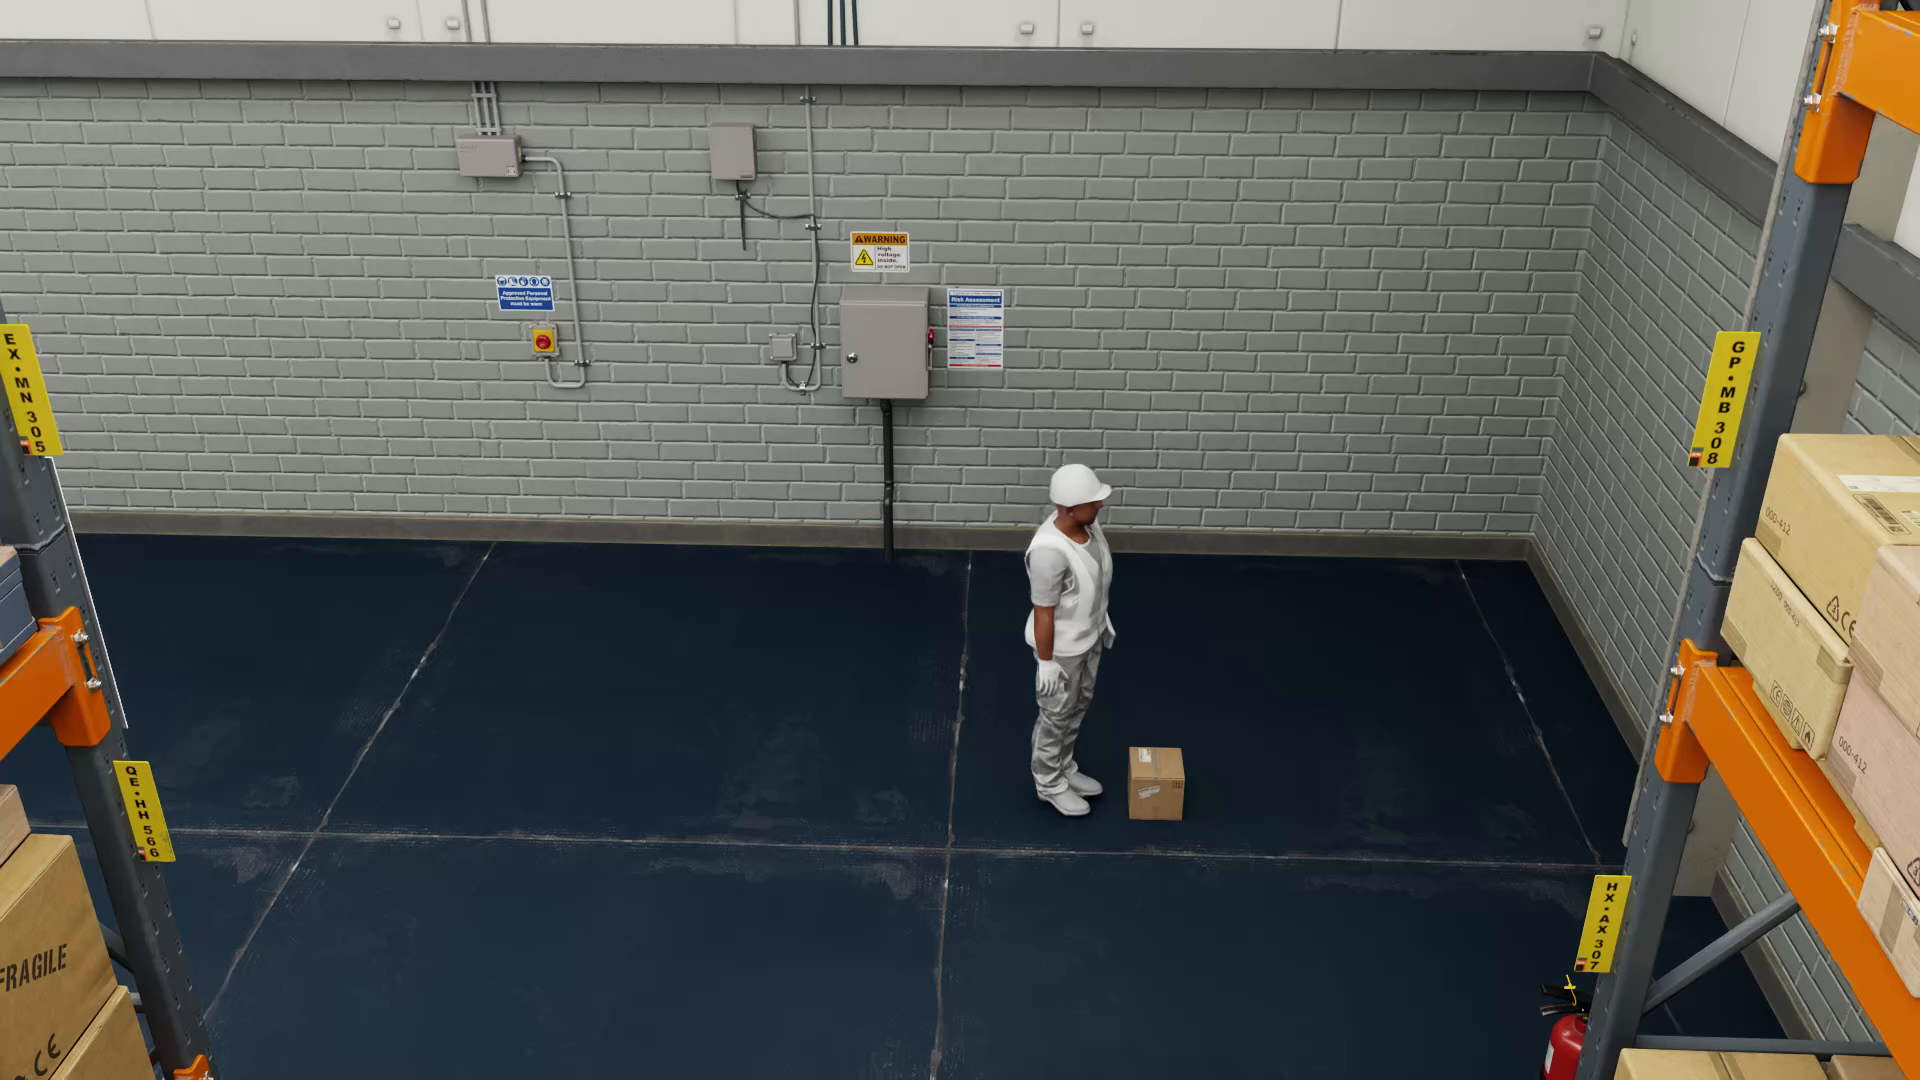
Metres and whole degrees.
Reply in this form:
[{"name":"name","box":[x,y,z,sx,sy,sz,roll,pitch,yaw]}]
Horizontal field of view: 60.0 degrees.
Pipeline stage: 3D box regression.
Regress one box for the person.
[{"name":"person","box":[0.448,0.467,7.669,0.354,1.787,0.587,9,29,17]}]
